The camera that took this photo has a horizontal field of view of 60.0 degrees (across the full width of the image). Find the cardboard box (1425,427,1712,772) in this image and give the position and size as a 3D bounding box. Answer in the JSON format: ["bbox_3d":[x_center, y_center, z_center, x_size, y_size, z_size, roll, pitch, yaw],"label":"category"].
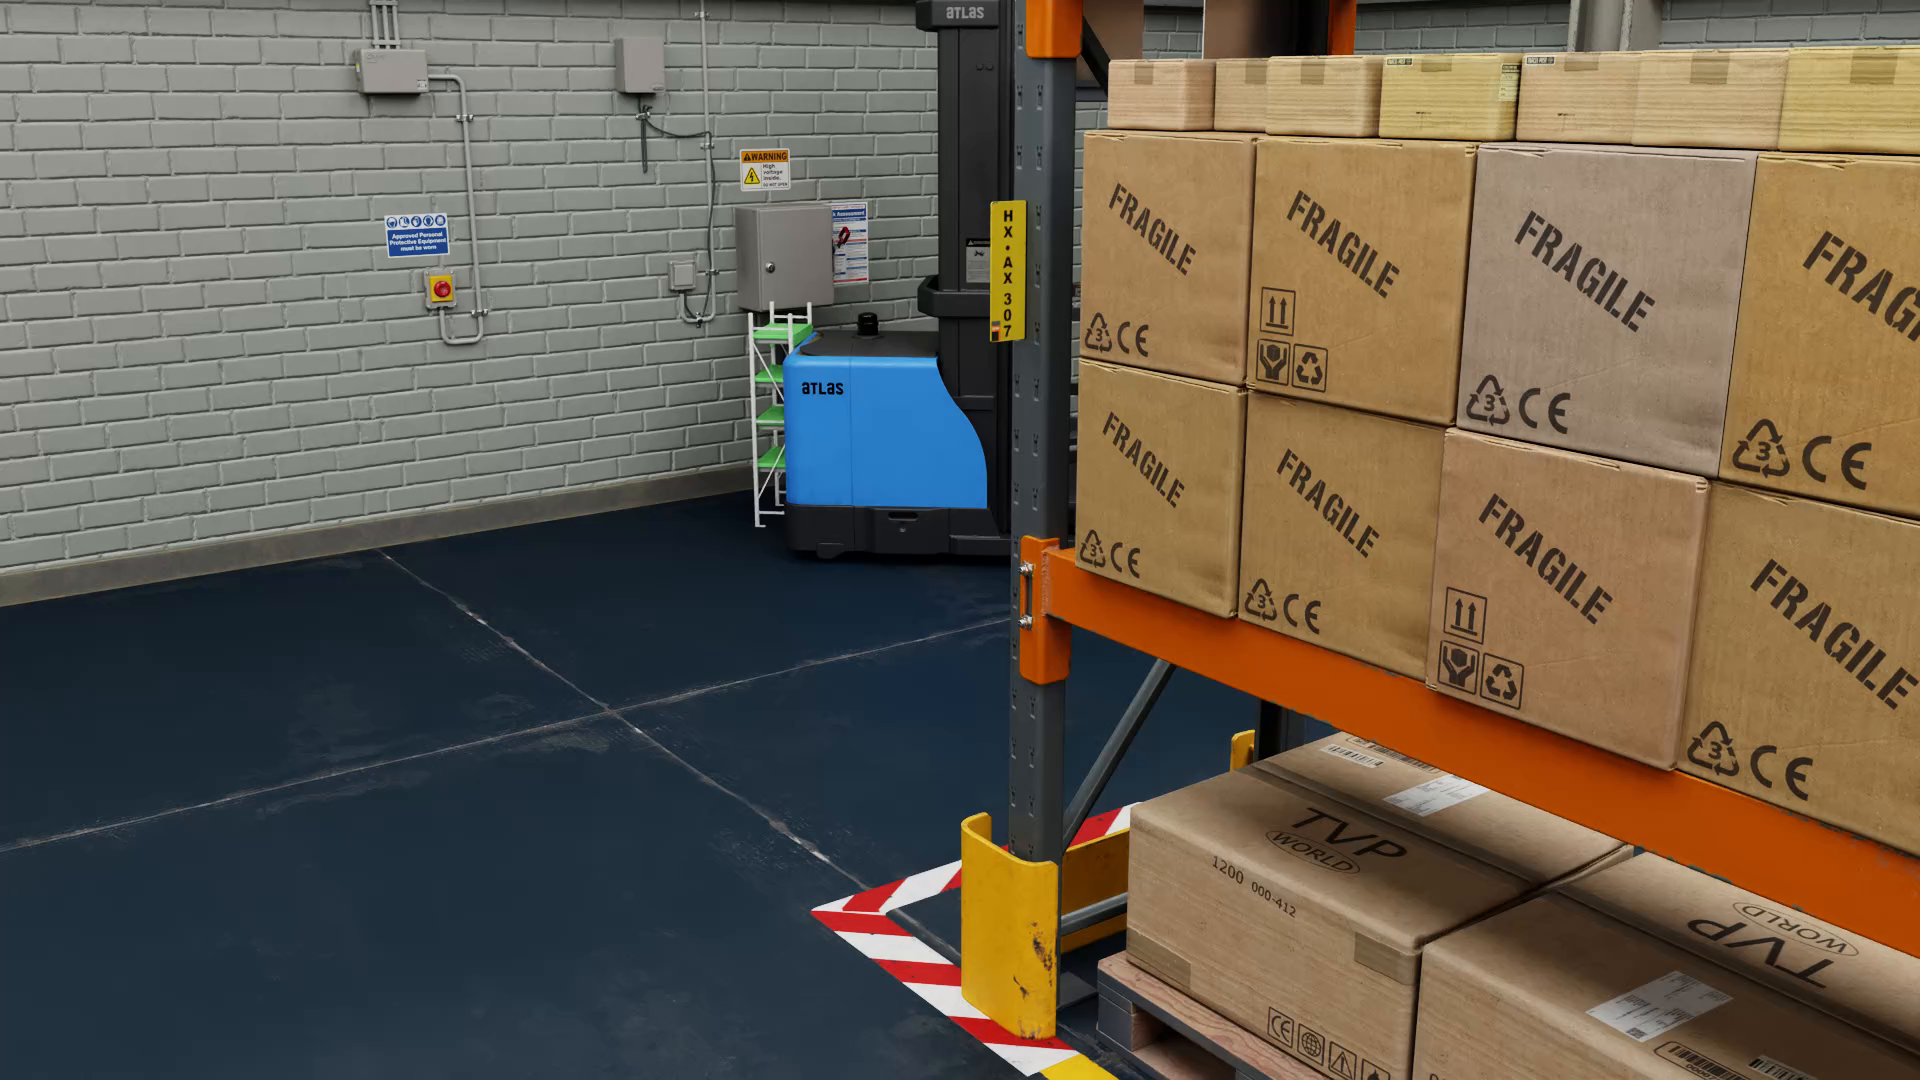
[{"bbox_3d":[1.220,0.053,3.010,0.500,0.500,0.500,-11,19,-35],"label":"cardboard box"}]

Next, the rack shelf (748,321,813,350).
[{"bbox_3d":[-0.998,-1.116,9.303,0.258,0.148,0.480,2,15,7],"label":"rack shelf"}]

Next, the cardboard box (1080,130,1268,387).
[{"bbox_3d":[0.617,-0.644,3.665,0.500,0.500,0.500,-11,19,-36],"label":"cardboard box"}]

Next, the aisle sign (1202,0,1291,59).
[{"bbox_3d":[0.774,-1.578,4.235,0.394,0.787,0.004,-11,19,-35],"label":"aisle sign"}]

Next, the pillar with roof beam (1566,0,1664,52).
[{"bbox_3d":[0.240,-3.973,6.546,9.100,9.000,0.400,-11,19,-35],"label":"pillar with roof beam"}]

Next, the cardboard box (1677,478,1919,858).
[{"bbox_3d":[1.528,0.158,2.629,0.500,0.500,0.500,-10,18,-33],"label":"cardboard box"}]

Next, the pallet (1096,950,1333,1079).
[{"bbox_3d":[1.099,1.243,4.135,1.003,0.211,1.213,-11,19,-35],"label":"pallet"}]

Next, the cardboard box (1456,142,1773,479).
[{"bbox_3d":[1.236,-0.427,2.869,0.500,0.500,0.500,-11,19,-35],"label":"cardboard box"}]

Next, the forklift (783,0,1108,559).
[{"bbox_3d":[0.625,-1.402,8.646,3.031,2.935,1.130,1,15,4],"label":"forklift"}]

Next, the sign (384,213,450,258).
[{"bbox_3d":[-2.844,-1.597,8.717,0.327,0.218,0.001,-11,19,-35],"label":"sign"}]

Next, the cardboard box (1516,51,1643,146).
[{"bbox_3d":[1.188,-0.766,2.880,0.380,0.149,0.250,-11,19,-34],"label":"cardboard box"}]

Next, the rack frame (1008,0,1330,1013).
[{"bbox_3d":[0.565,-0.261,4.346,1.000,3.000,0.127,-11,19,-35],"label":"rack frame"}]

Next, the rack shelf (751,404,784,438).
[{"bbox_3d":[-0.998,-0.653,9.429,0.258,0.148,0.480,2,15,7],"label":"rack shelf"}]

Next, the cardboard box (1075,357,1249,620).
[{"bbox_3d":[0.615,-0.162,3.796,0.500,0.500,0.500,-11,19,-35],"label":"cardboard box"}]

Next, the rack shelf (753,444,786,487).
[{"bbox_3d":[-0.998,-0.421,9.493,0.258,0.148,0.480,2,15,7],"label":"rack shelf"}]

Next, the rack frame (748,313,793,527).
[{"bbox_3d":[-1.029,-0.650,9.179,0.240,1.200,0.015,2,15,7],"label":"rack frame"}]

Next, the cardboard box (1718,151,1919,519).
[{"bbox_3d":[1.530,-0.320,2.480,0.500,0.500,0.500,-11,19,-34],"label":"cardboard box"}]

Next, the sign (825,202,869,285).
[{"bbox_3d":[-0.706,-1.831,10.264,0.329,0.494,0.001,-11,19,-35],"label":"sign"}]

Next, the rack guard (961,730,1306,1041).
[{"bbox_3d":[0.551,0.940,4.695,1.175,0.500,0.348,-11,19,-35],"label":"rack guard"}]

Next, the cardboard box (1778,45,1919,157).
[{"bbox_3d":[1.428,-0.648,2.448,0.380,0.149,0.250,-11,19,-36],"label":"cardboard box"}]

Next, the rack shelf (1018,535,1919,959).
[{"bbox_3d":[1.741,0.513,2.881,1.077,0.370,4.000,-11,19,-35],"label":"rack shelf"}]

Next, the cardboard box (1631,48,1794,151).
[{"bbox_3d":[1.301,-0.706,2.661,0.380,0.149,0.250,-11,19,-34],"label":"cardboard box"}]

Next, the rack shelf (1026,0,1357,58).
[{"bbox_3d":[1.741,-0.933,2.485,1.077,0.370,4.000,-11,19,-35],"label":"rack shelf"}]

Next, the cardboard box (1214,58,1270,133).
[{"bbox_3d":[0.762,-0.940,3.518,0.380,0.149,0.250,-10,18,-33],"label":"cardboard box"}]

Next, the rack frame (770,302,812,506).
[{"bbox_3d":[-0.967,-0.778,9.646,0.240,1.200,0.015,2,15,7],"label":"rack frame"}]

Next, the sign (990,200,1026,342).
[{"bbox_3d":[0.113,-0.632,3.912,0.100,0.325,0.005,-11,19,-35],"label":"sign"}]

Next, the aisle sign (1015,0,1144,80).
[{"bbox_3d":[0.288,-1.485,3.895,0.394,0.787,0.004,-11,19,-35],"label":"aisle sign"}]

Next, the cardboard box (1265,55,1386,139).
[{"bbox_3d":[0.822,-0.867,3.250,0.380,0.149,0.250,-10,18,-33],"label":"cardboard box"}]

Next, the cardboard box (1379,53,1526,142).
[{"bbox_3d":[0.991,-0.814,3.055,0.380,0.149,0.250,-12,19,-36],"label":"cardboard box"}]

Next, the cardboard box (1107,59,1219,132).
[{"bbox_3d":[0.550,-0.985,3.682,0.380,0.149,0.250,-10,18,-33],"label":"cardboard box"}]

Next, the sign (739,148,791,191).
[{"bbox_3d":[-1.150,-2.190,9.831,0.339,0.242,0.001,-11,19,-35],"label":"sign"}]

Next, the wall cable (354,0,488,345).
[{"bbox_3d":[-2.769,-1.966,8.594,0.585,1.953,0.123,-11,19,-35],"label":"wall cable"}]

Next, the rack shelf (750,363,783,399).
[{"bbox_3d":[-0.998,-0.884,9.366,0.258,0.148,0.480,2,15,7],"label":"rack shelf"}]

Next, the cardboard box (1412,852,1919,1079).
[{"bbox_3d":[1.579,1.092,3.462,0.875,0.438,0.875,-10,18,-33],"label":"cardboard box"}]

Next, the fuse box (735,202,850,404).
[{"bbox_3d":[-0.984,-1.135,9.980,0.539,1.711,0.414,-11,19,-35],"label":"fuse box"}]

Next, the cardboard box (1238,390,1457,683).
[{"bbox_3d":[0.935,-0.058,3.417,0.500,0.500,0.500,-11,19,-35],"label":"cardboard box"}]

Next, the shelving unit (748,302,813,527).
[{"bbox_3d":[-0.998,-0.714,9.413,0.258,1.200,0.503,2,15,7],"label":"shelving unit"}]

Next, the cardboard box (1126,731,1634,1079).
[{"bbox_3d":[1.034,0.898,4.171,0.875,0.438,0.875,-12,19,-36],"label":"cardboard box"}]
